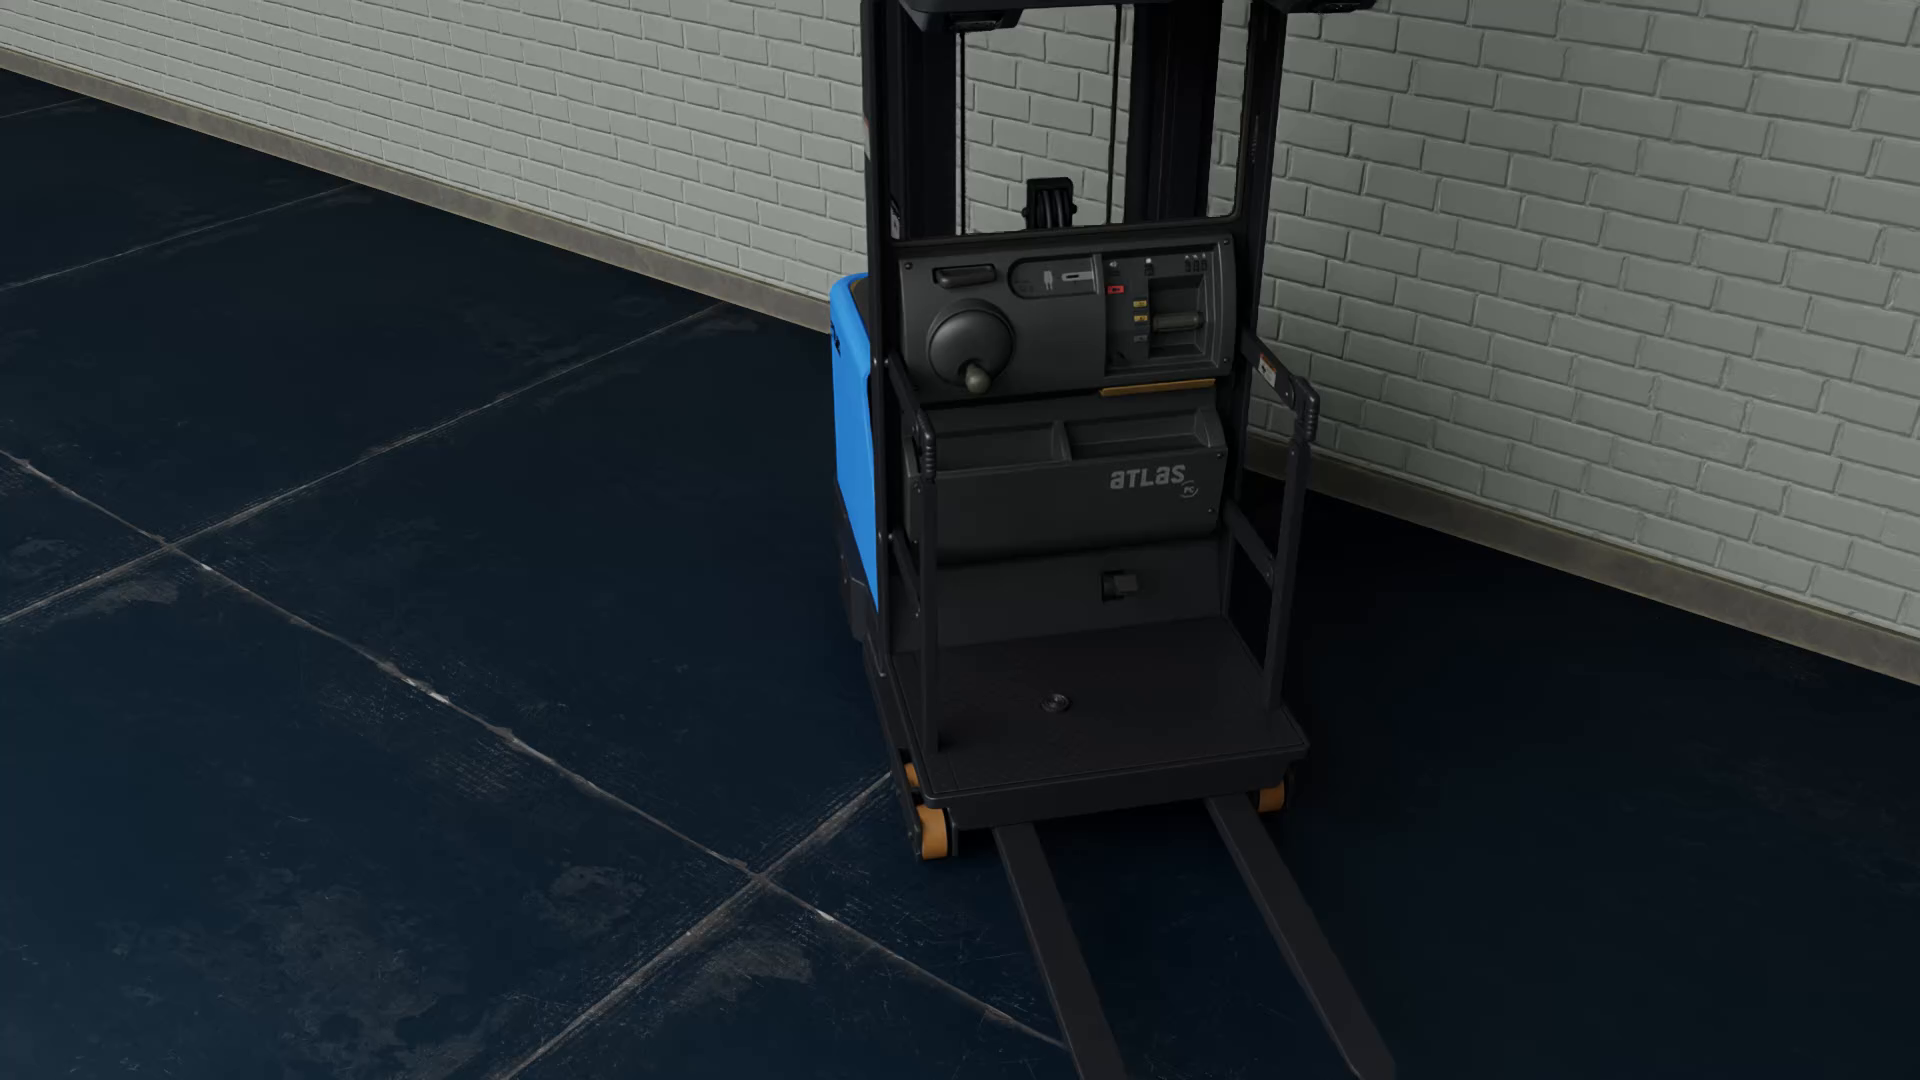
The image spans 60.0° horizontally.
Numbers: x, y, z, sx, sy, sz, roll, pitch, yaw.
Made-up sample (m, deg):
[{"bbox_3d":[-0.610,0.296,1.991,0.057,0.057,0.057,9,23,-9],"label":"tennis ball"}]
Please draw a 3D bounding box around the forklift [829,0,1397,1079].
[{"bbox_3d":[0.346,-0.562,4.323,1.130,2.935,3.031,-6,31,-10],"label":"forklift"}]
